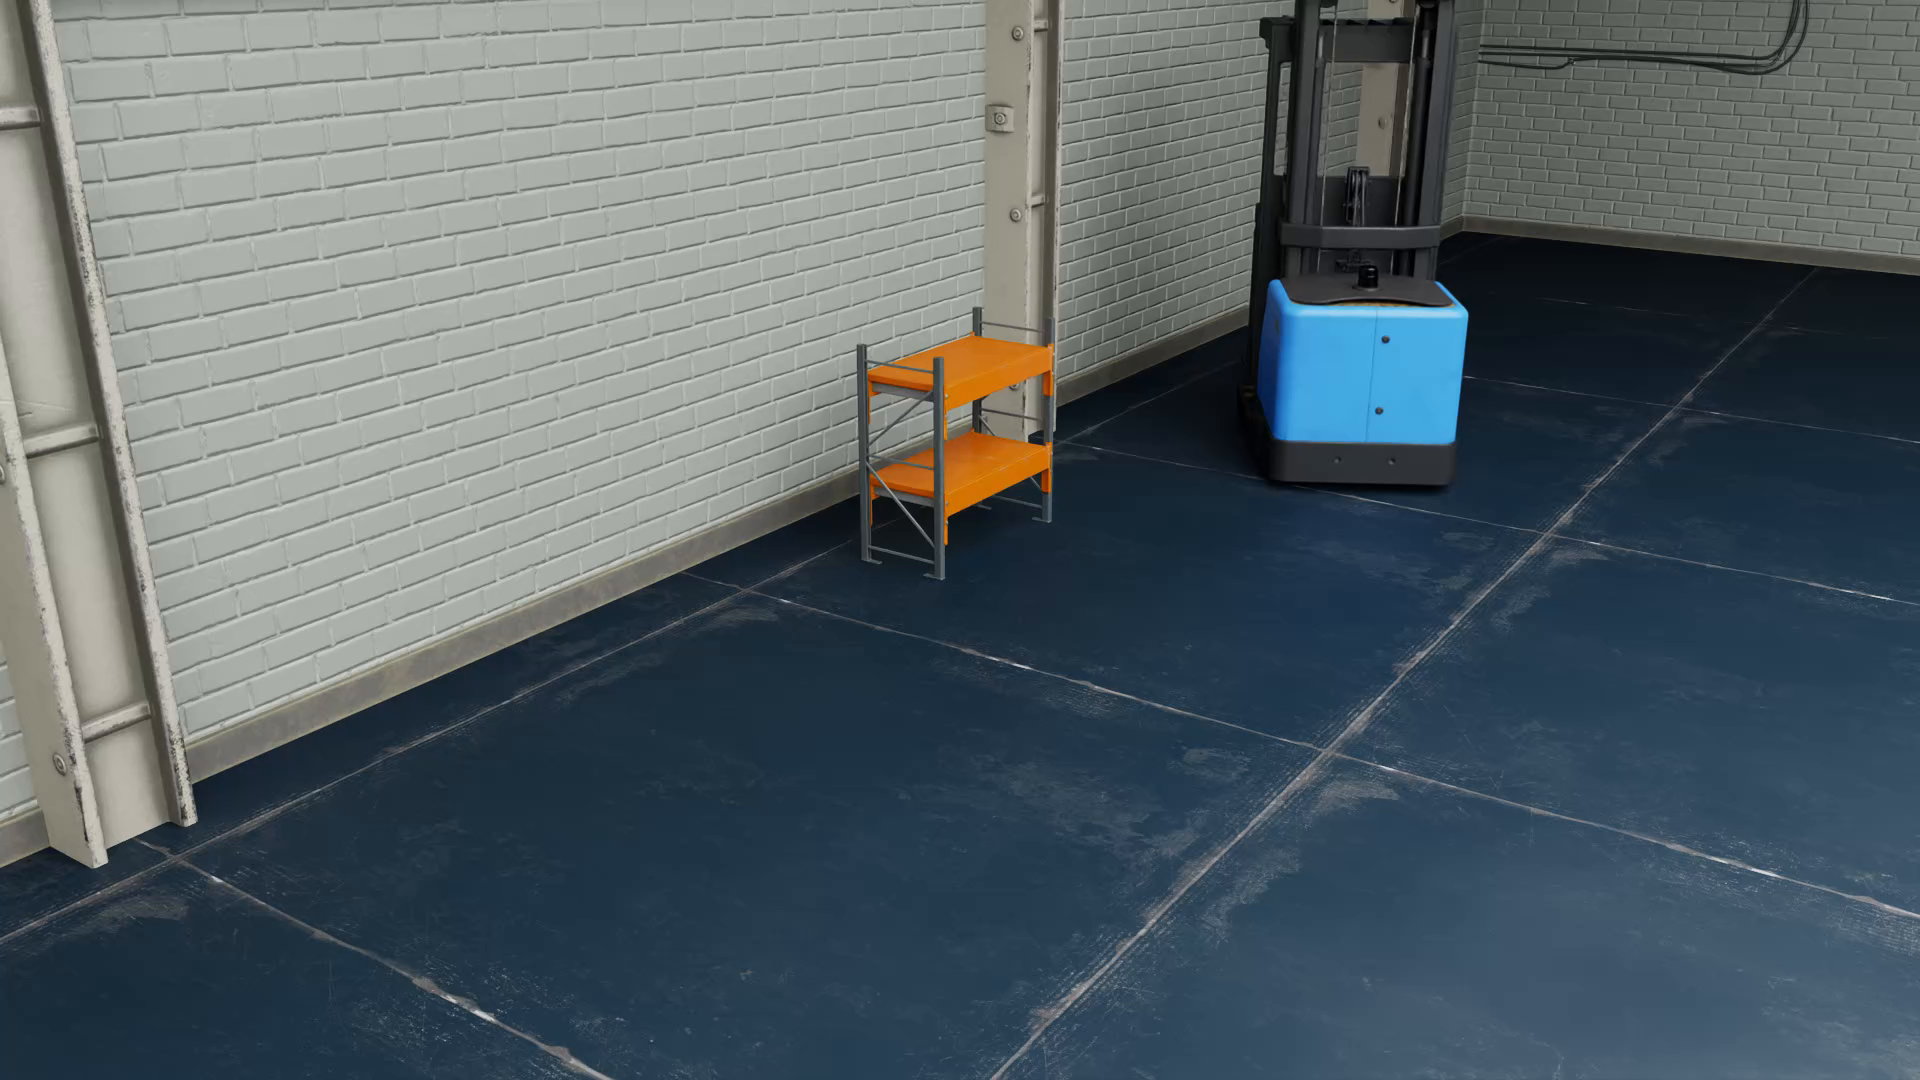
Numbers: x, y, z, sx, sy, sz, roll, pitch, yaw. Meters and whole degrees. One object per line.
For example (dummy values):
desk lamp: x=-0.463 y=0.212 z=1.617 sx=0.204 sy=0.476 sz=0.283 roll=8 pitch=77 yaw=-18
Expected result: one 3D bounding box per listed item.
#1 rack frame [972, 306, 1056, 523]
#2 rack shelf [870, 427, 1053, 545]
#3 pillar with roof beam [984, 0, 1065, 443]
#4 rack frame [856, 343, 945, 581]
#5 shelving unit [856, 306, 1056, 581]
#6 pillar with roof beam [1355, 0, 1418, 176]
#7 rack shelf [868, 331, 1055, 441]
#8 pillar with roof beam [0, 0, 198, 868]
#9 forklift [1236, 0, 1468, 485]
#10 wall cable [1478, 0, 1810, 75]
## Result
rack frame: x=0.282 y=-0.671 z=8.959 sx=0.500 sy=1.125 sz=0.032 roll=13 pitch=24 yaw=32
rack shelf: x=-0.004 y=-0.296 z=8.649 sx=0.538 sy=0.278 sz=1.000 roll=13 pitch=24 yaw=32
pillar with roof beam: x=3.941 y=-4.060 z=6.769 sx=9.100 sy=9.000 sz=0.400 roll=13 pitch=24 yaw=32
rack frame: x=-0.290 y=-0.380 z=8.170 sx=0.500 sy=1.125 sz=0.032 roll=13 pitch=24 yaw=32
shelving unit: x=-0.004 y=-0.526 z=8.565 sx=0.538 sy=1.125 sz=1.048 roll=13 pitch=24 yaw=32
pillar with roof beam: x=7.314 y=-5.781 z=11.423 sx=9.100 sy=9.000 sz=0.400 roll=13 pitch=24 yaw=32
rack shelf: x=-0.004 y=-0.800 z=8.463 sx=0.538 sy=0.278 sz=1.000 roll=13 pitch=24 yaw=32
pillar with roof beam: x=0.568 y=-2.338 z=2.115 sx=9.100 sy=9.000 sz=0.400 roll=13 pitch=24 yaw=32
forklift: x=2.393 y=-2.150 z=10.353 sx=1.130 sy=2.935 sz=3.031 roll=1 pitch=20 yaw=4
wall cable: x=6.503 y=-5.752 z=15.819 sx=3.097 sy=2.526 sz=0.112 roll=13 pitch=24 yaw=32
